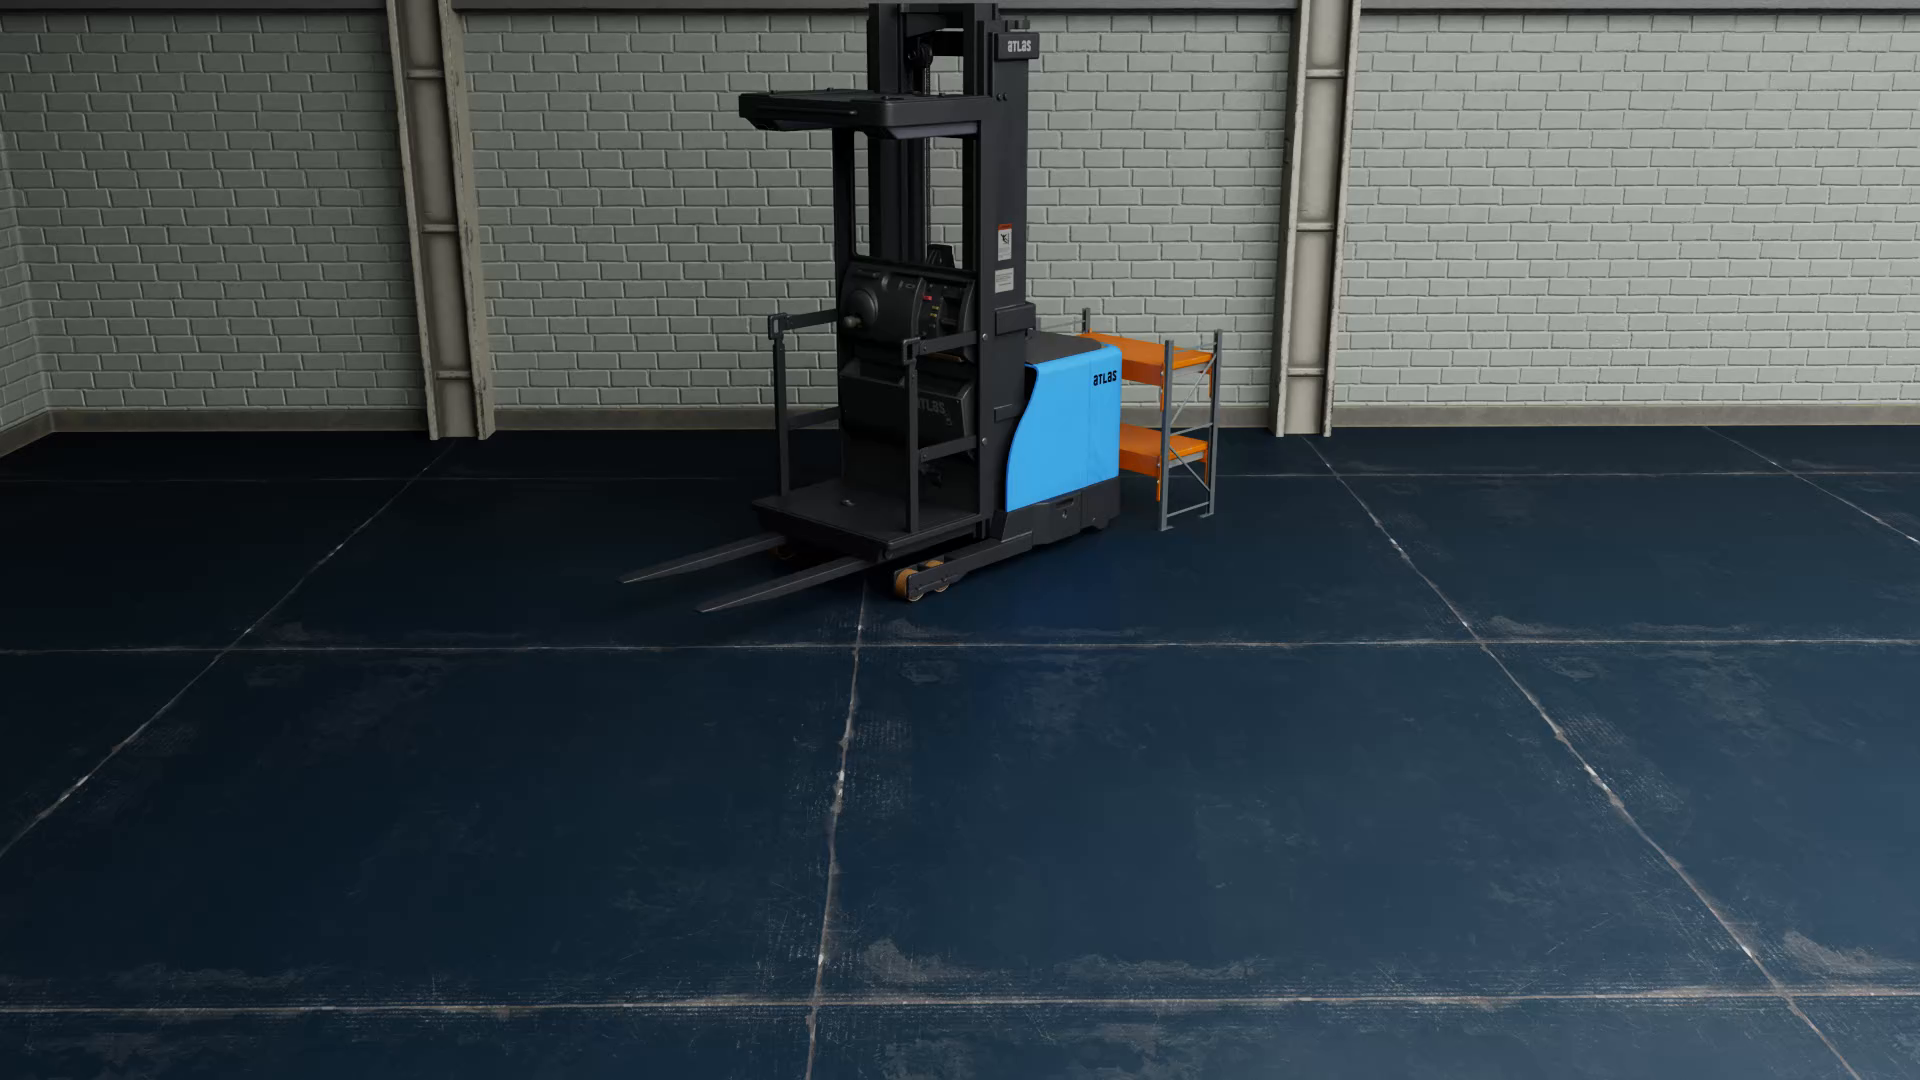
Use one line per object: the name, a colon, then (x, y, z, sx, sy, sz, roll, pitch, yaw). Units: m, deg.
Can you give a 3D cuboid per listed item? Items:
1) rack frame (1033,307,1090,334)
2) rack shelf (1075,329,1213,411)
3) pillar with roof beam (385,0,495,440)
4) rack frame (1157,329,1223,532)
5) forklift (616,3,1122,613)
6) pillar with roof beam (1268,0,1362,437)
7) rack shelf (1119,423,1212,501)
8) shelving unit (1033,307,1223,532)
rack frame: (0.627, -0.862, 10.392, 0.500, 1.125, 0.032, -17, 24, -42)
rack shelf: (0.985, -1.031, 9.959, 0.538, 0.278, 1.000, -17, 24, -42)
pillar with roof beam: (-3.488, -3.726, 6.429, 0.400, 9.000, 9.100, 0, 18, -1)
rack frame: (1.343, -0.642, 9.705, 0.500, 1.125, 0.032, -17, 24, -42)
forklift: (-0.427, -1.255, 8.661, 1.130, 2.935, 3.031, 16, 24, 40)
pillar with roof beam: (2.511, -3.755, 6.520, 0.400, 9.000, 9.100, 0, 18, -1)
rack shelf: (0.985, -0.519, 10.123, 0.538, 0.278, 1.000, -17, 24, -42)
shelving unit: (0.985, -0.752, 10.048, 0.538, 1.125, 1.048, -17, 24, -42)
